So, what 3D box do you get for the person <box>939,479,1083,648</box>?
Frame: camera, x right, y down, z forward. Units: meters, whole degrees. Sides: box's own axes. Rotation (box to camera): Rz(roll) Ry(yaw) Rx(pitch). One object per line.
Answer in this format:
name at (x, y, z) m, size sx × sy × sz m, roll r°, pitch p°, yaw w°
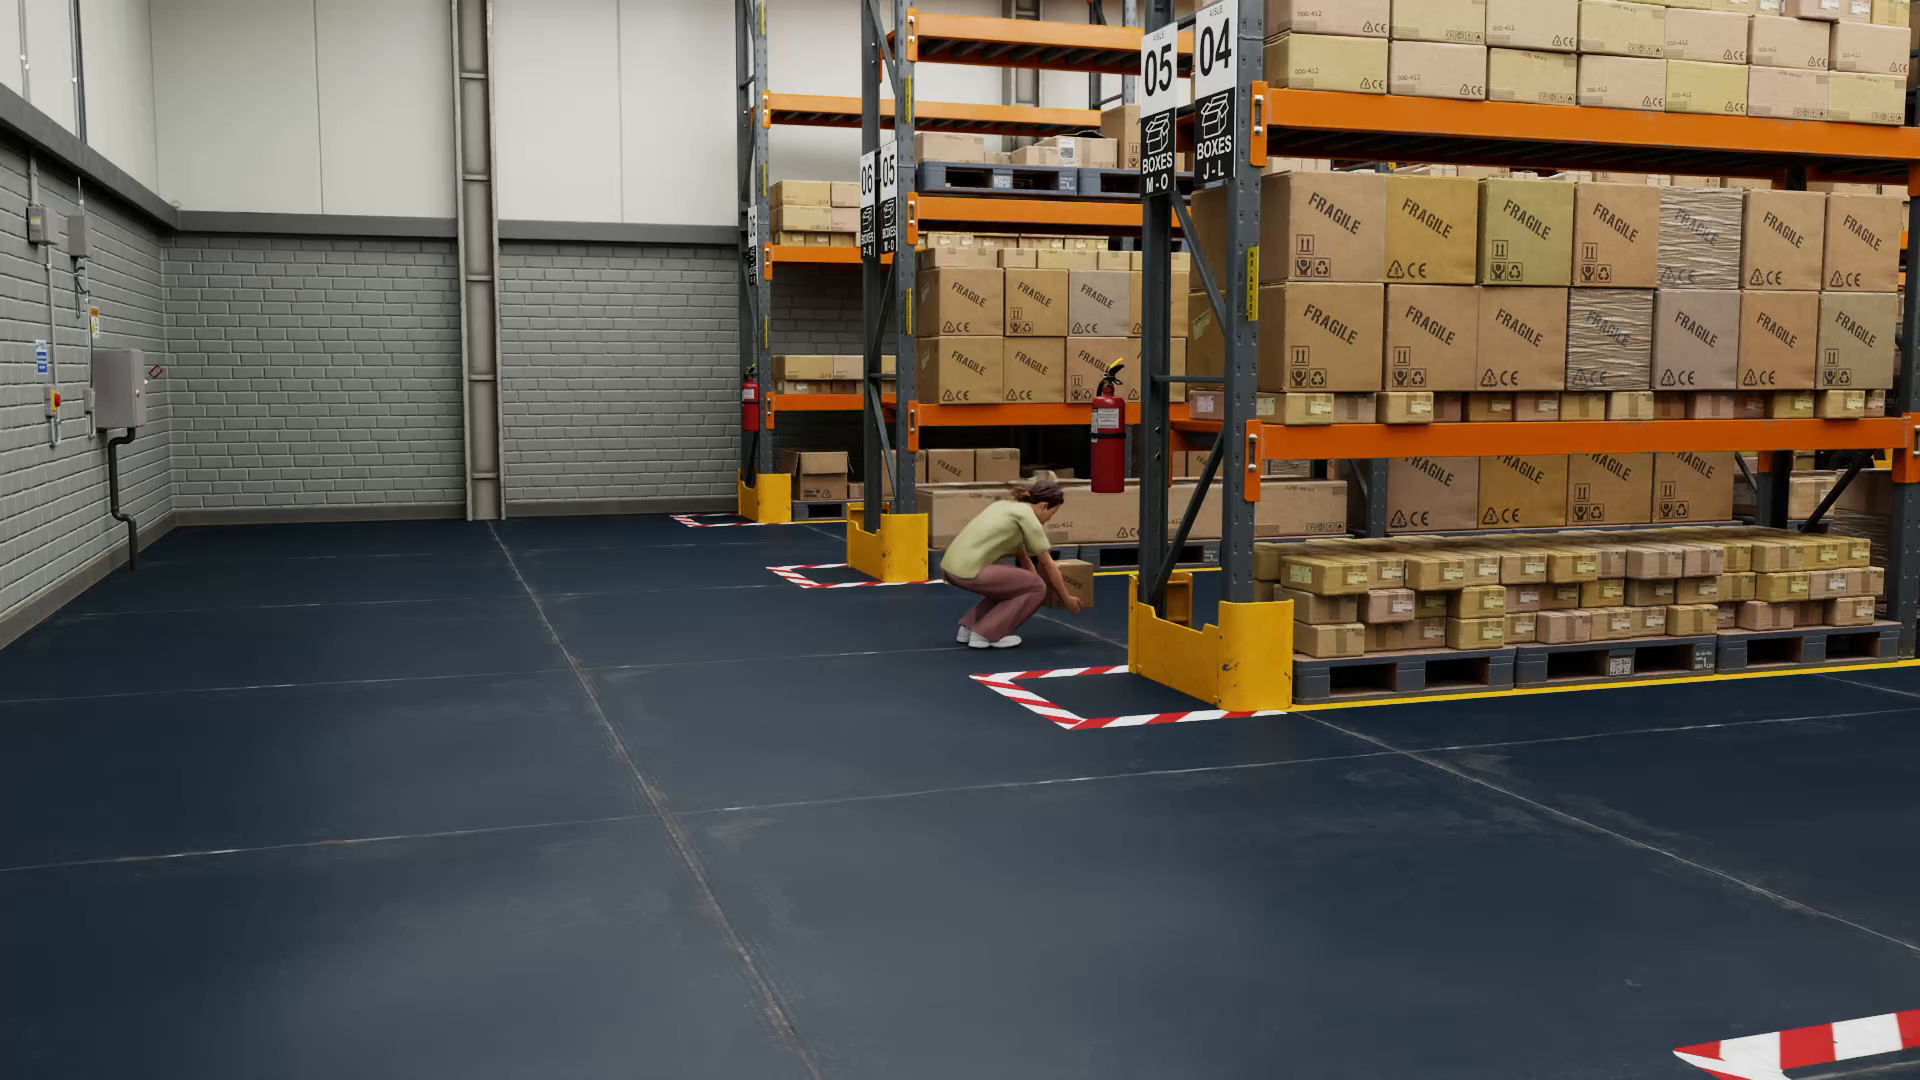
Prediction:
person at (0.277, 0.126, 9.479) m, size 0.804 × 0.932 × 0.494 m, roll -2°, pitch 6°, yaw -19°
